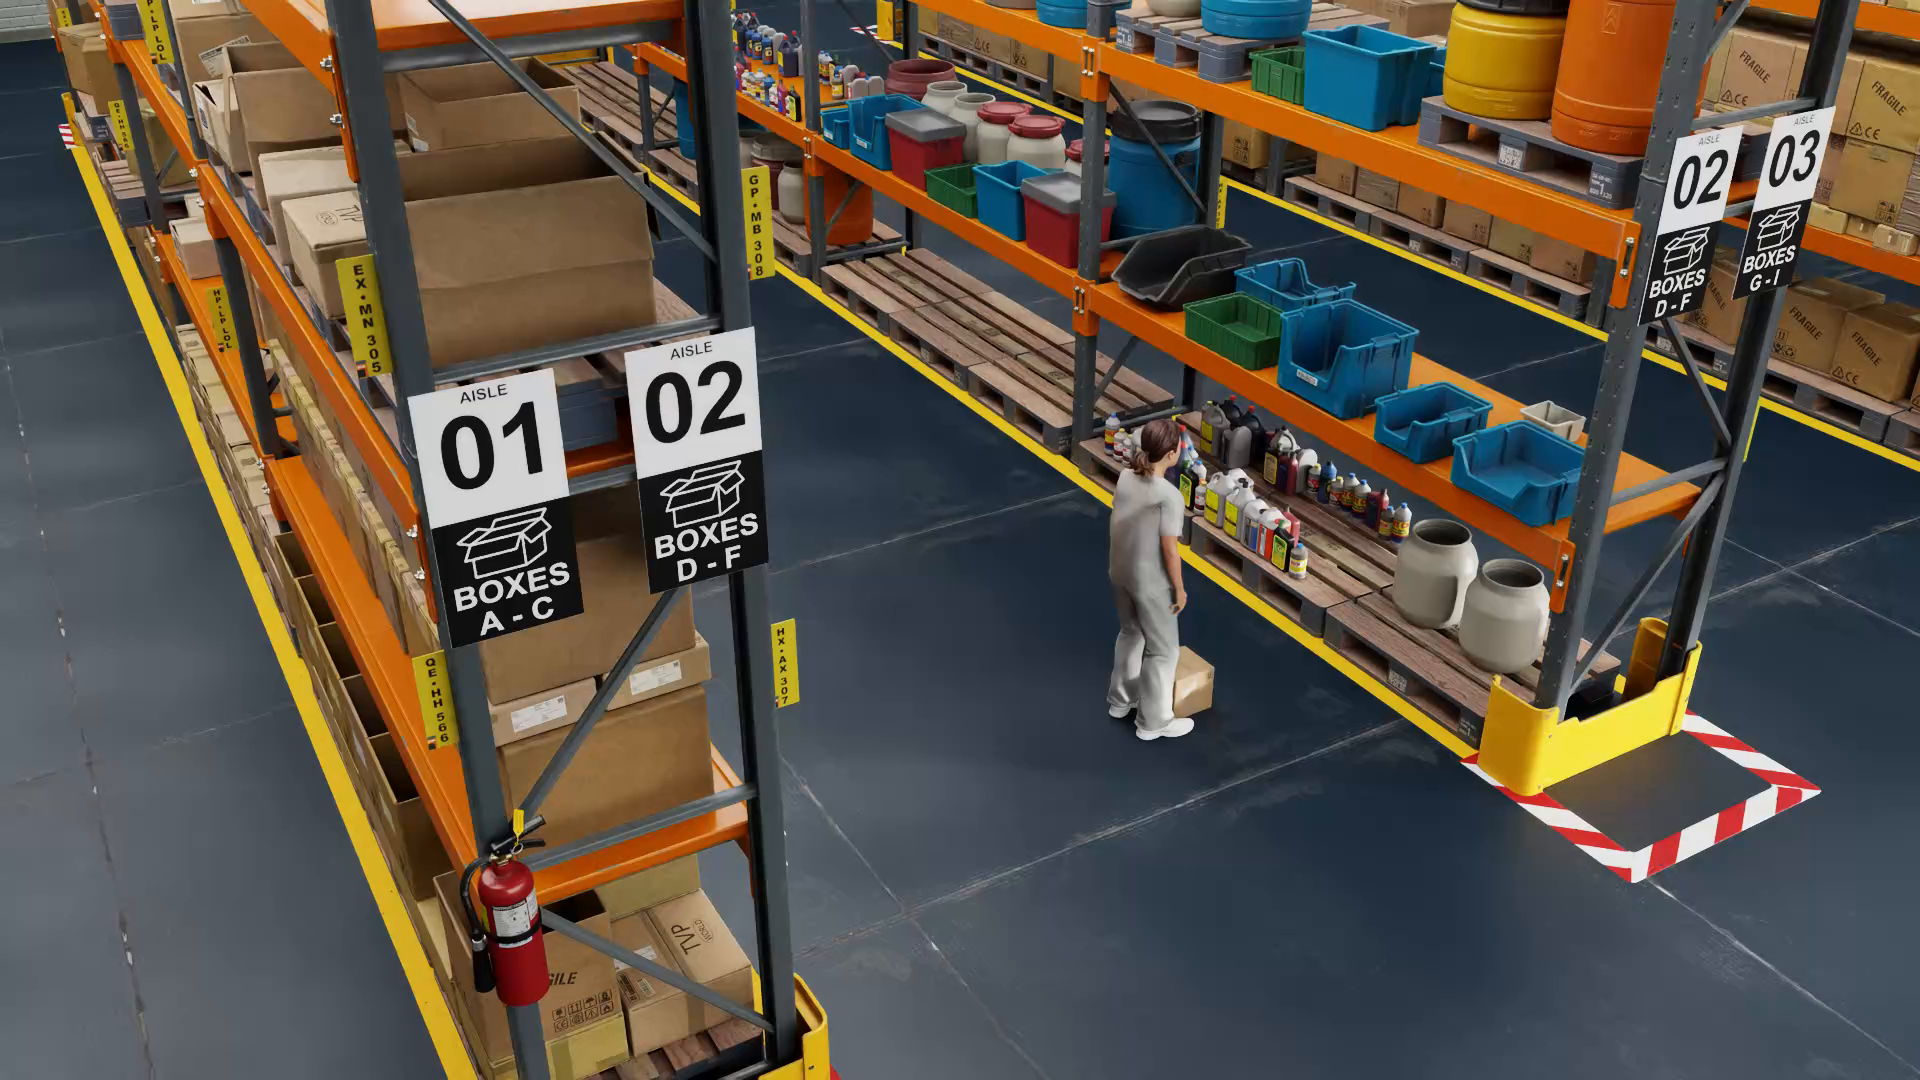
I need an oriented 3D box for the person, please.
[{"bbox_3d":[0.933,0.189,8.220,0.363,1.671,0.514,-18,34,-29],"label":"person"}]
